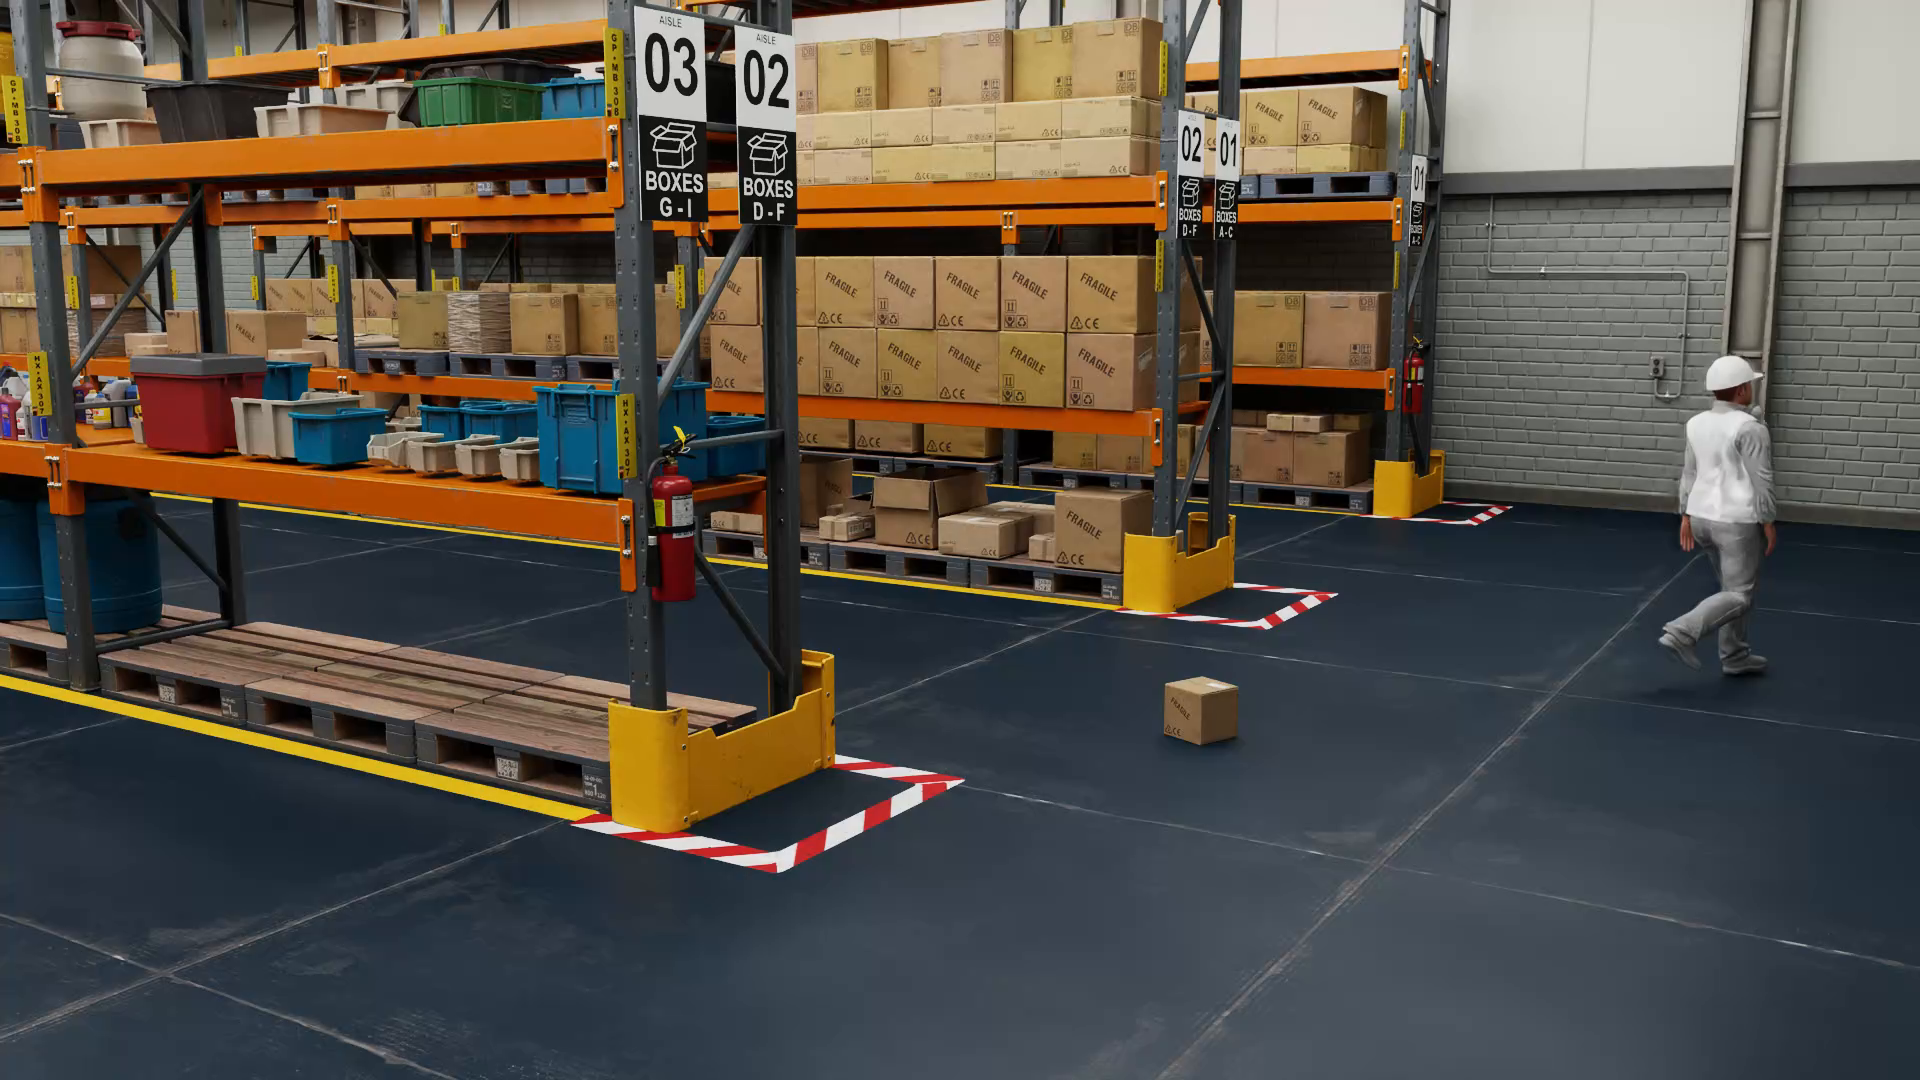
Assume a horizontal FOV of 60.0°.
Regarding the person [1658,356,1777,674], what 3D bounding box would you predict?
[{"bbox_3d":[4.113,-0.113,8.941,0.848,1.747,0.545,-3,10,-16],"label":"person"}]
